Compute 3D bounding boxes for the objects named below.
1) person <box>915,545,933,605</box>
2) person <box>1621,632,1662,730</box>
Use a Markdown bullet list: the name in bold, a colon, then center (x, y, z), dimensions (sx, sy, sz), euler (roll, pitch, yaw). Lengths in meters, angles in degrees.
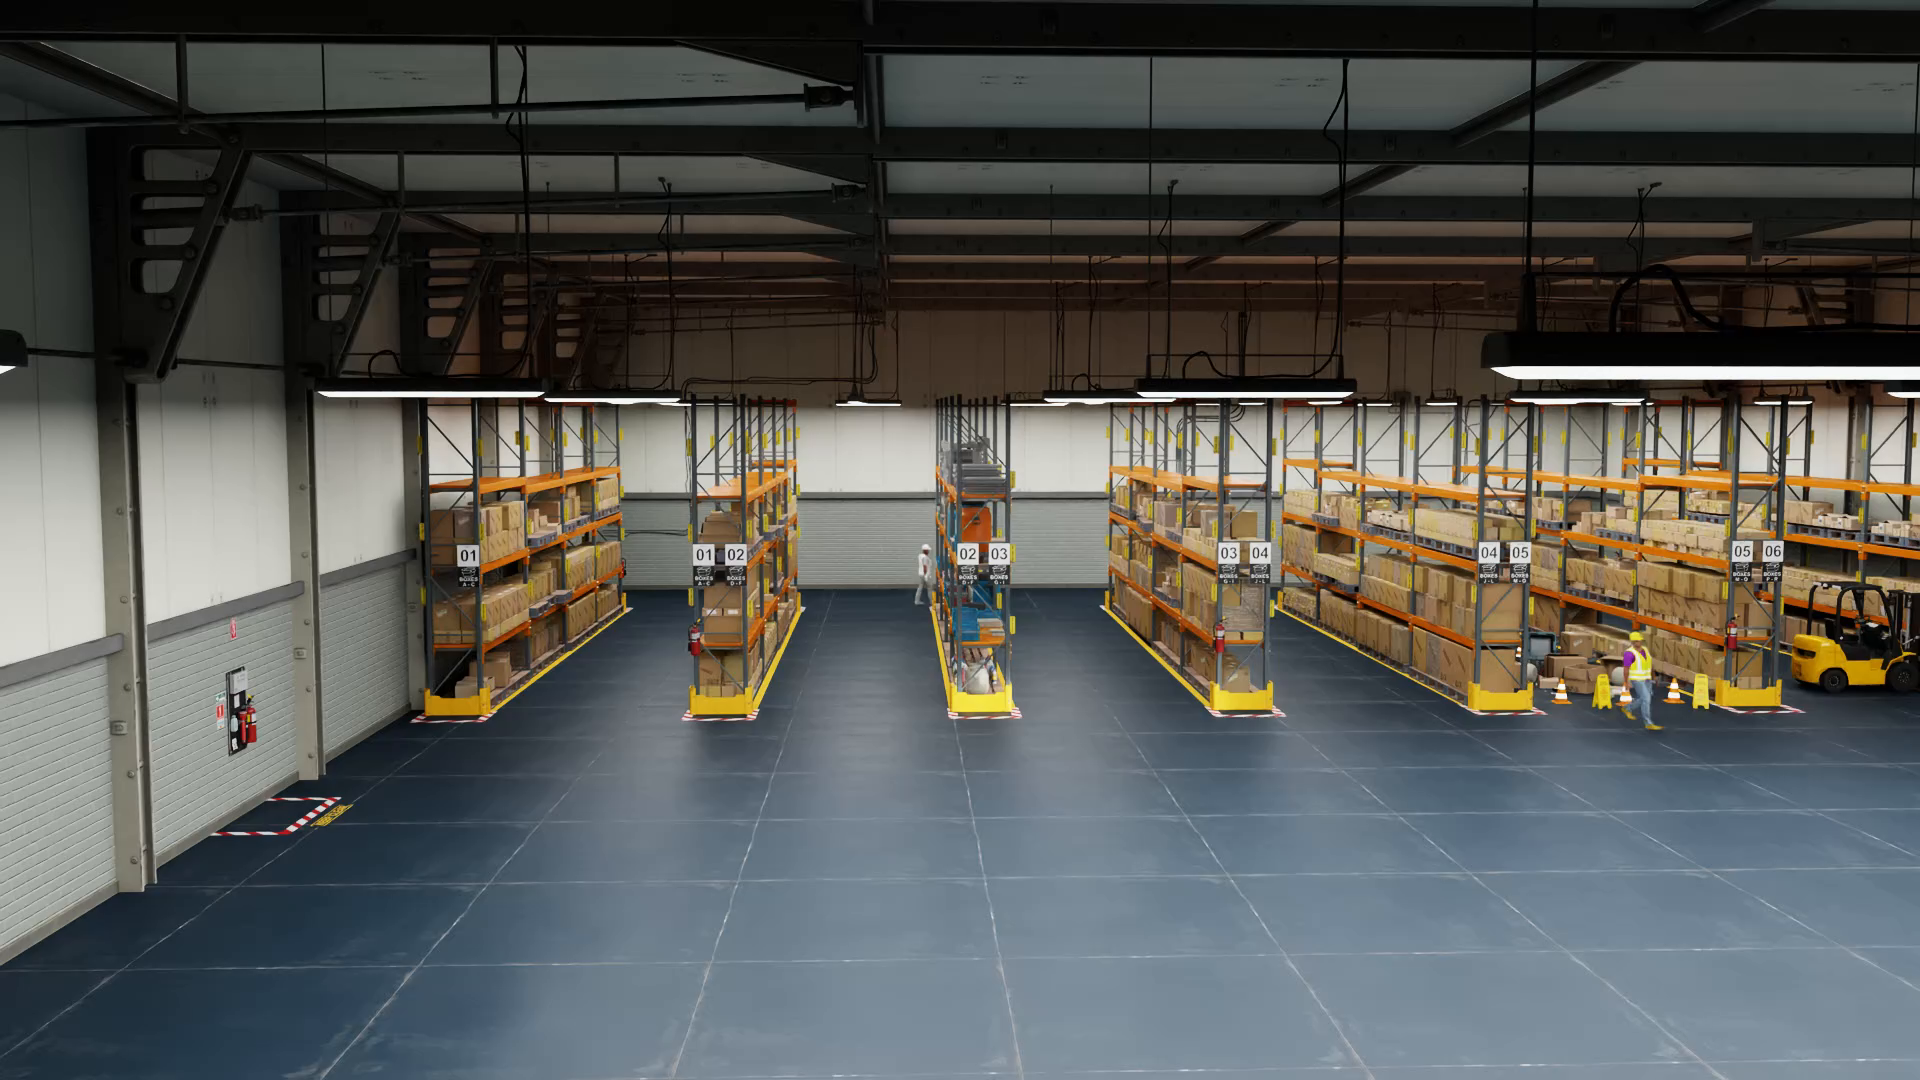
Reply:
- **person**: center (-0.938, 1.013, 48.504), dimensions (0.739, 1.772, 0.633), euler (-1, 5, -18)
- **person**: center (12.224, 2.510, 29.840), dimensions (0.579, 1.732, 0.853), euler (-3, 5, -32)
